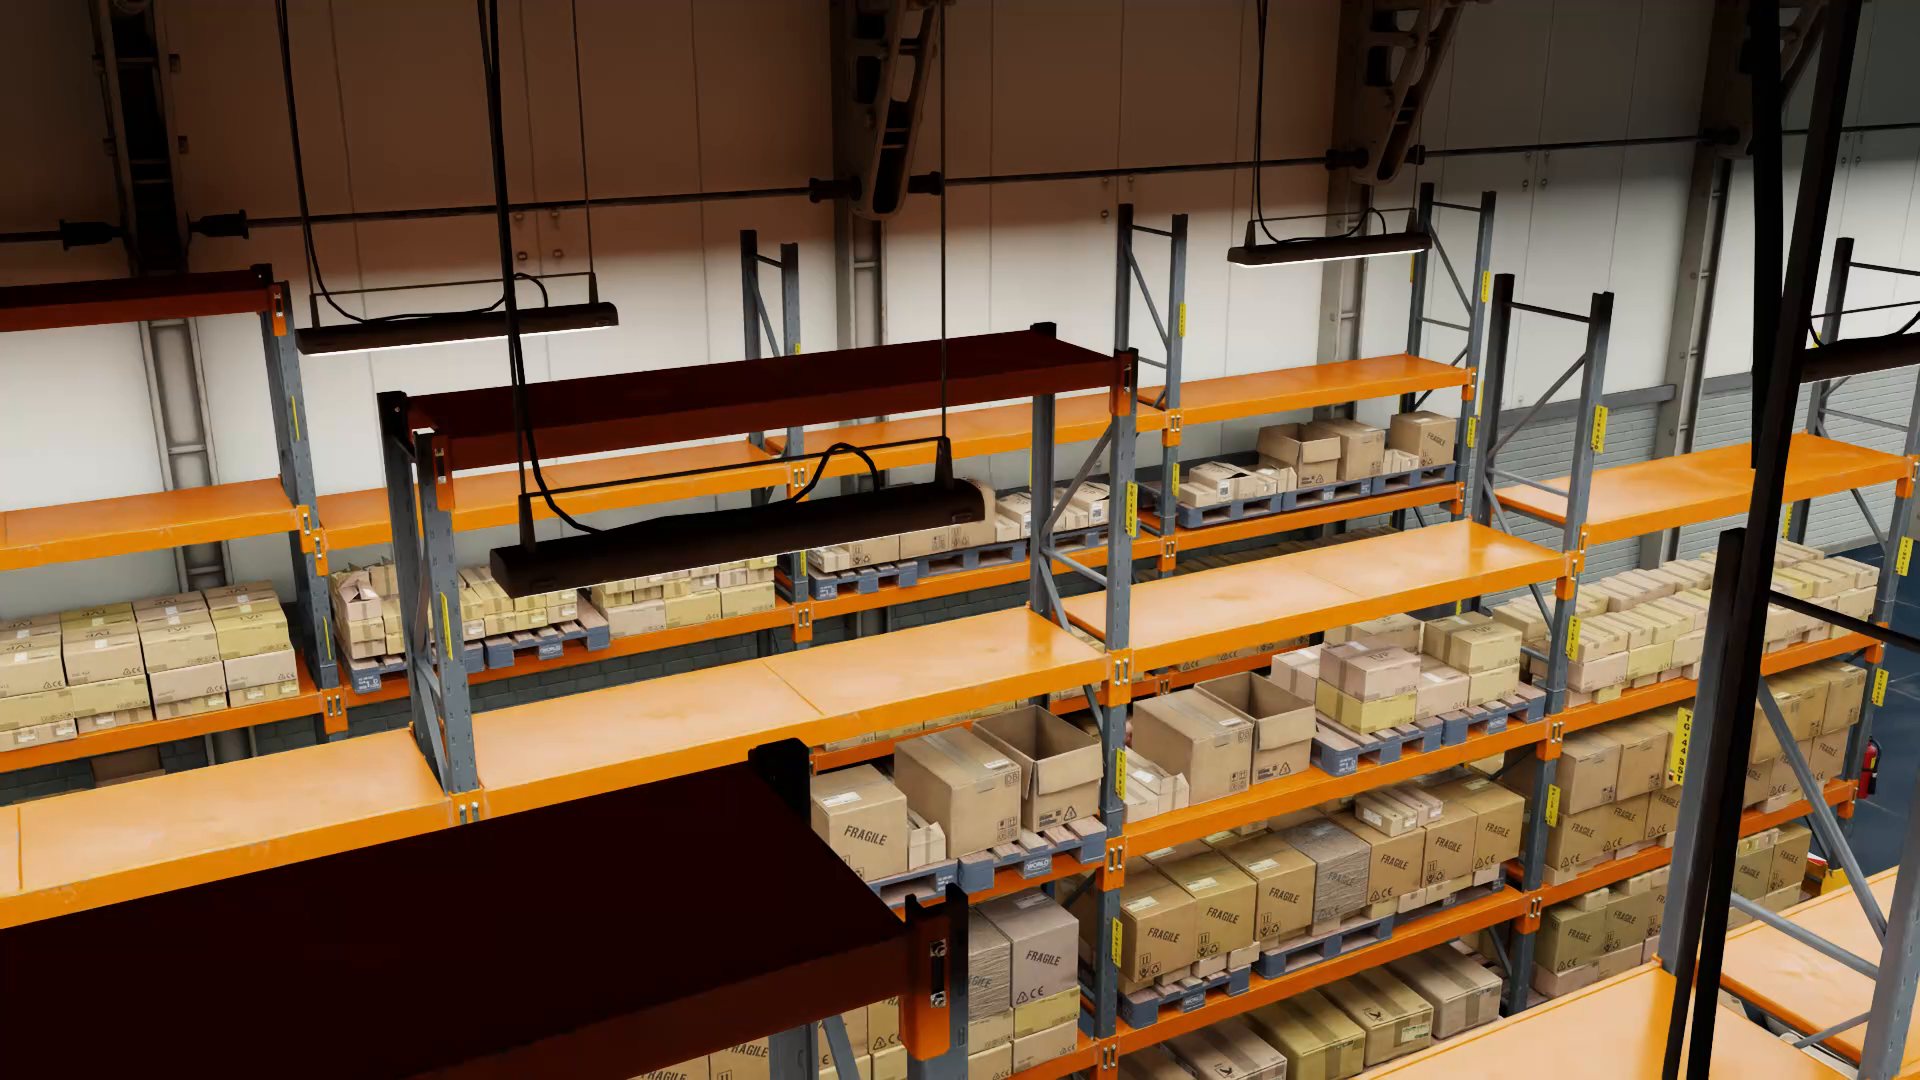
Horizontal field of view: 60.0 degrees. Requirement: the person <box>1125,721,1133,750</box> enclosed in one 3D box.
[{"bbox_3d":[1.553,2.455,15.279,0.457,1.715,0.564,-11,21,-30],"label":"person"}]
